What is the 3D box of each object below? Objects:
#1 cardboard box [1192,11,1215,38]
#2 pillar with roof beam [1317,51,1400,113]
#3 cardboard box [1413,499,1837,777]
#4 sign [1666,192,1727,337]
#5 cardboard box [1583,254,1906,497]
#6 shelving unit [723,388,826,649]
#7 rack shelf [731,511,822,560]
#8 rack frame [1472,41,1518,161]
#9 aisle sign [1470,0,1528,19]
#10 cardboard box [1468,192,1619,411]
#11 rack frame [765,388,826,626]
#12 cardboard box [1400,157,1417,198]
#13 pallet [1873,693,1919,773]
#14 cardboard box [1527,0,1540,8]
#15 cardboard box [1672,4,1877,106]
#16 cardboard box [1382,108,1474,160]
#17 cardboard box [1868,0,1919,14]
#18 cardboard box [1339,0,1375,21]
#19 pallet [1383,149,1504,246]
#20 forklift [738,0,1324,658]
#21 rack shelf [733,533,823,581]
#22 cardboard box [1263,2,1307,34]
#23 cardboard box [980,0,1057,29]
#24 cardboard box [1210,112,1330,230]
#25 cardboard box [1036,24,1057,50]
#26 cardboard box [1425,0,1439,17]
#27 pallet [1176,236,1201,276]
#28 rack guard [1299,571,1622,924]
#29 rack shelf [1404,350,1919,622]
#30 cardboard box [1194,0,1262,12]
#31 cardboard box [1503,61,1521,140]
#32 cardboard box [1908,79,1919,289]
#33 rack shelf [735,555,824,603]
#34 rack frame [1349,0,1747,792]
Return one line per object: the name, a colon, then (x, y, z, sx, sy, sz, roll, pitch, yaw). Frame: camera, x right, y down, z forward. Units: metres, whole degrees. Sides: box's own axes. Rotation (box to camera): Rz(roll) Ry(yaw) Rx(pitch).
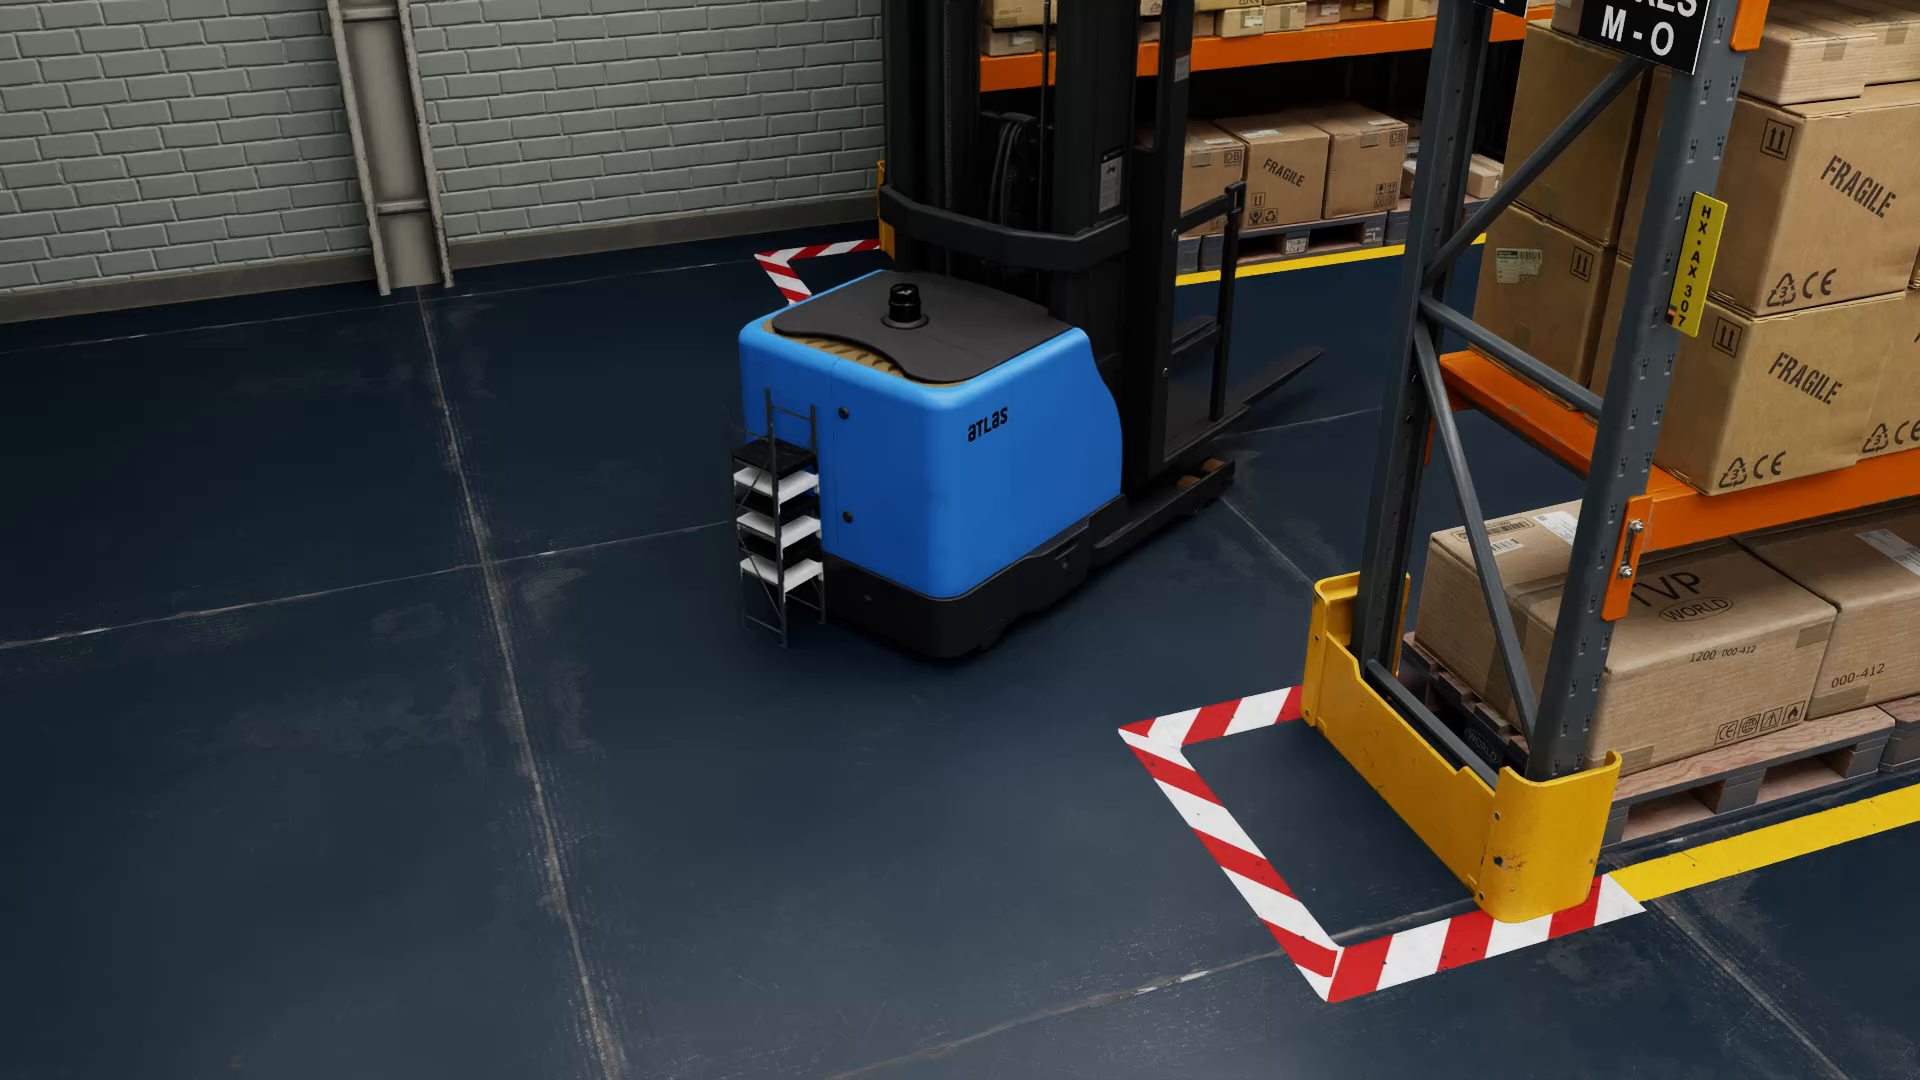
cardboard box: (1.166, -2.804, 8.895, 0.250, 0.149, 0.380, -10, 31, -17)
pillar with roof beam: (4.083, -4.391, 5.366, 0.400, 9.000, 9.100, -10, 31, -18)
cardboard box: (2.118, 0.280, 5.393, 0.875, 0.438, 0.875, -12, 32, -19)
sign: (1.722, -0.643, 3.893, 0.005, 0.325, 0.100, -10, 31, -18)
cardboard box: (2.084, -0.484, 4.468, 0.500, 0.500, 0.500, -11, 31, -18)
shelving unit: (-0.658, -0.070, 5.964, 0.258, 0.900, 0.210, 22, 36, 33)
rack shelf: (-0.658, -0.041, 5.981, 0.258, 0.077, 0.200, 22, 36, 33)
rack frame: (3.549, -3.483, 9.834, 0.127, 3.000, 1.000, -10, 31, -18)
aisle sign: (1.359, -1.752, 4.168, 0.004, 0.787, 0.394, -10, 31, -18)
cardboard box: (1.894, -0.740, 4.918, 0.500, 0.500, 0.500, -10, 31, -17)
rack frame: (-0.594, -0.109, 6.033, 0.240, 0.900, 0.006, 22, 36, 33)
cardboard box: (2.795, -2.184, 9.891, 0.258, 0.266, 0.396, -9, 31, -16)
pallet: (3.398, 0.338, 5.944, 1.213, 0.211, 1.003, -10, 31, -18)
cardboard box: (3.102, -3.147, 9.497, 0.250, 0.149, 0.380, -10, 31, -16)
cardboard box: (1.964, -1.183, 4.030, 0.250, 0.149, 0.380, -10, 31, -17)
cardboard box: (2.847, -2.493, 10.388, 0.500, 0.311, 0.500, -9, 31, -16)
cardboard box: (2.468, -1.253, 4.153, 0.250, 0.149, 0.380, -9, 31, -16)
cardboard box: (2.101, -3.008, 9.254, 0.250, 0.149, 0.380, -10, 31, -17)
pallet: (2.905, -2.154, 10.317, 1.213, 0.211, 1.003, -10, 31, -18)
forklift: (0.513, -1.516, 6.451, 1.130, 2.935, 3.031, 22, 36, 33)
rack shelf: (-0.658, 0.037, 6.025, 0.258, 0.077, 0.200, 22, 36, 33)
cardboard box: (1.668, -2.867, 9.007, 0.250, 0.149, 0.380, -10, 31, -16)
cardboard box: (0.319, -2.810, 8.504, 0.500, 0.250, 0.500, -10, 31, -17)
cardboard box: (1.752, -2.125, 9.551, 0.500, 0.500, 0.500, -10, 31, -17)
cardboard box: (0.426, -2.679, 8.675, 0.250, 0.149, 0.380, -10, 31, -16)
cardboard box: (2.611, -3.058, 9.341, 0.250, 0.149, 0.380, -10, 31, -16)
pallet: (0.618, -1.732, 9.578, 1.213, 0.211, 1.003, -10, 31, -18)
rack guard: (1.512, 0.600, 5.192, 0.348, 0.500, 1.175, -10, 31, -18)
rack shelf: (3.409, -0.523, 5.365, 4.000, 0.370, 1.077, -10, 31, -18)
cardboard box: (1.266, -2.986, 8.813, 0.500, 0.250, 0.500, -11, 31, -19)
cardboard box: (3.906, -2.802, 10.738, 0.500, 0.500, 0.500, -11, 31, -18)
cardboard box: (2.565, -1.012, 4.384, 0.500, 0.500, 0.500, -11, 32, -19)
rack shelf: (-0.658, 0.115, 6.070, 0.258, 0.077, 0.200, 22, 36, 33)
rack frame: (1.534, -0.491, 4.581, 0.127, 3.000, 1.000, -10, 31, -18)
